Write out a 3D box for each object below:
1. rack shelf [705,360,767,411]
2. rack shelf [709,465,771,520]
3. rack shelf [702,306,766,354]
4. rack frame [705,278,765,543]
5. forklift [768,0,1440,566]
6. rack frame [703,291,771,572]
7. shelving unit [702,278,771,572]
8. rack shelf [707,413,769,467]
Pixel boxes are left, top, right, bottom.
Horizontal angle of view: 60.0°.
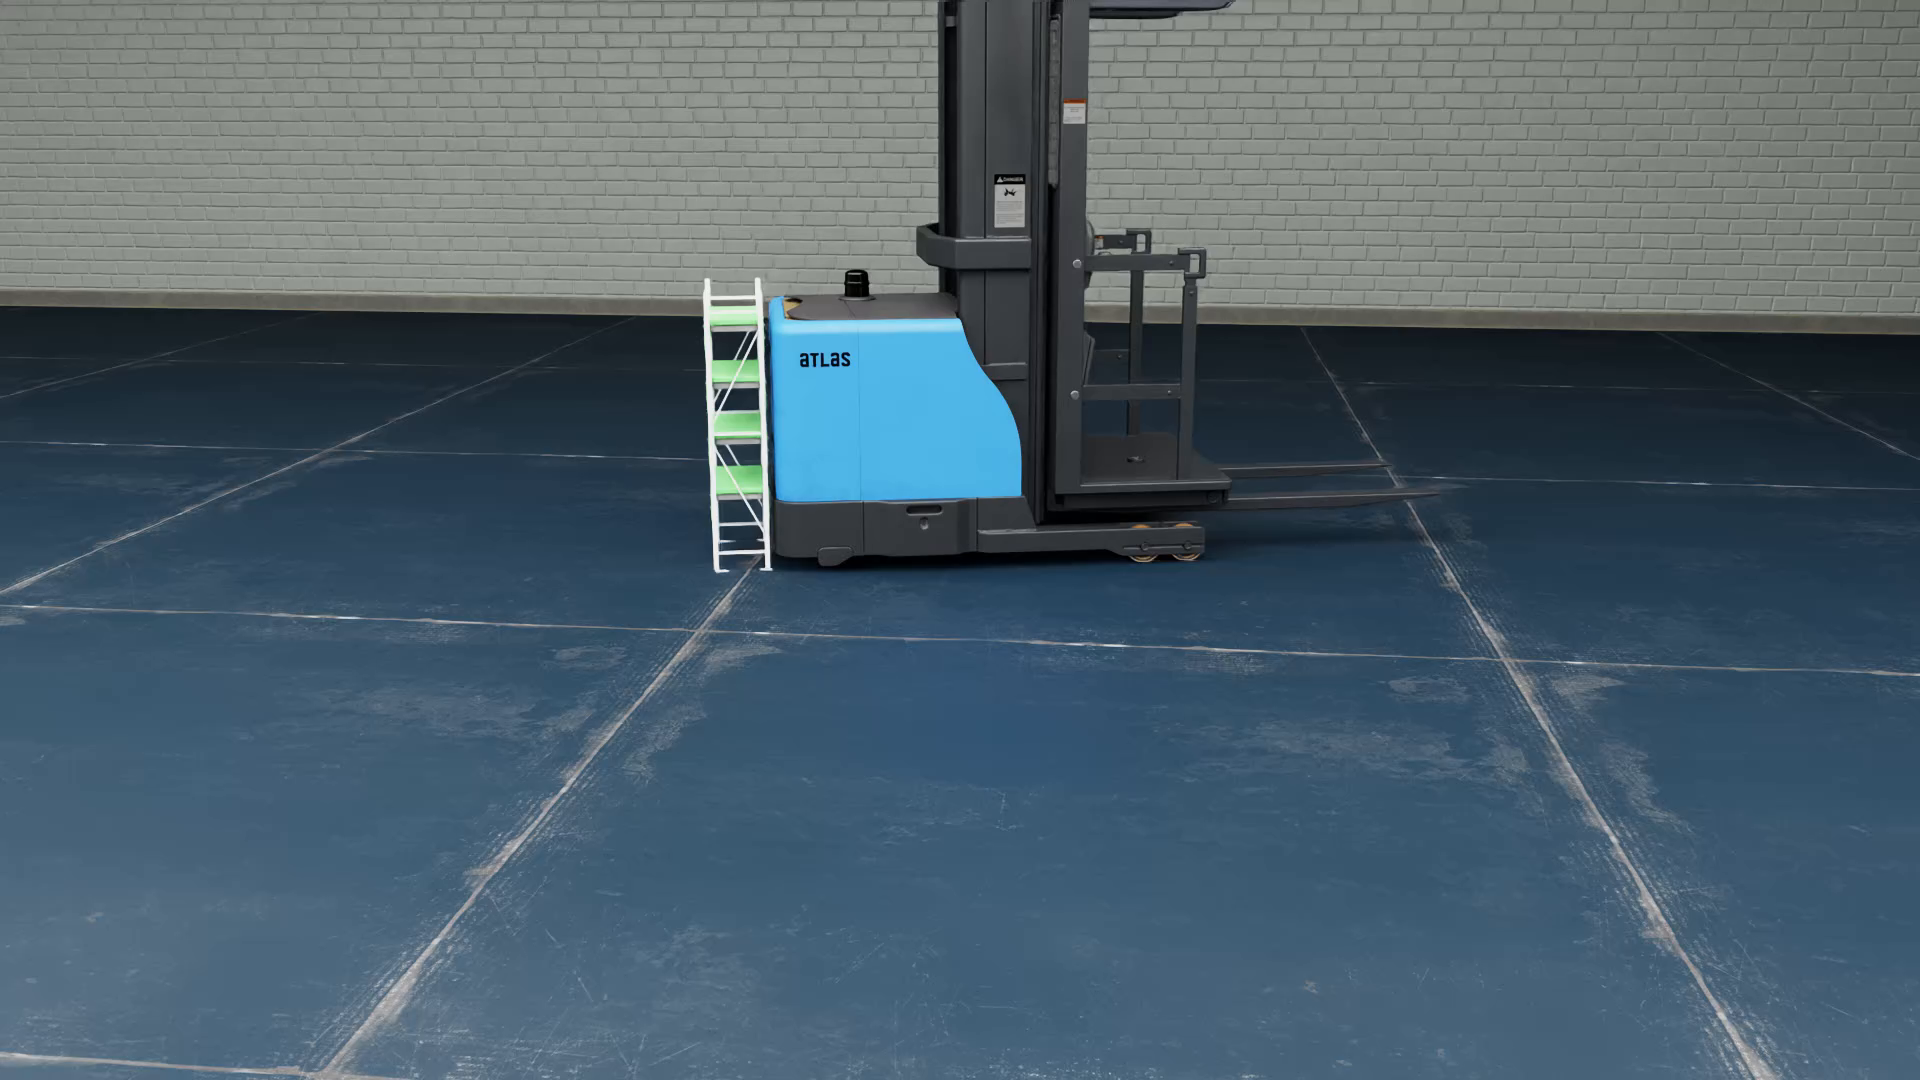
[{"bbox_3d":[-0.970,-0.679,7.200,0.258,0.148,0.480,-2,15,-7],"label":"rack shelf"},{"bbox_3d":[-0.970,-0.216,7.325,0.258,0.148,0.480,-2,15,-7],"label":"rack shelf"},{"bbox_3d":[-0.970,-0.911,7.137,0.258,0.148,0.480,-2,15,-7],"label":"rack shelf"},{"bbox_3d":[-1.002,-0.572,7.480,0.240,1.200,0.015,-2,15,-7],"label":"rack frame"},{"bbox_3d":[0.652,-1.450,7.410,3.031,2.935,1.130,-2,15,-7],"label":"forklift"},{"bbox_3d":[-0.938,-0.446,7.013,0.240,1.200,0.015,-2,15,-7],"label":"rack frame"},{"bbox_3d":[-0.970,-0.509,7.246,0.258,1.200,0.503,-2,15,-7],"label":"shelving unit"},{"bbox_3d":[-0.970,-0.447,7.263,0.258,0.148,0.480,-2,15,-7],"label":"rack shelf"}]
